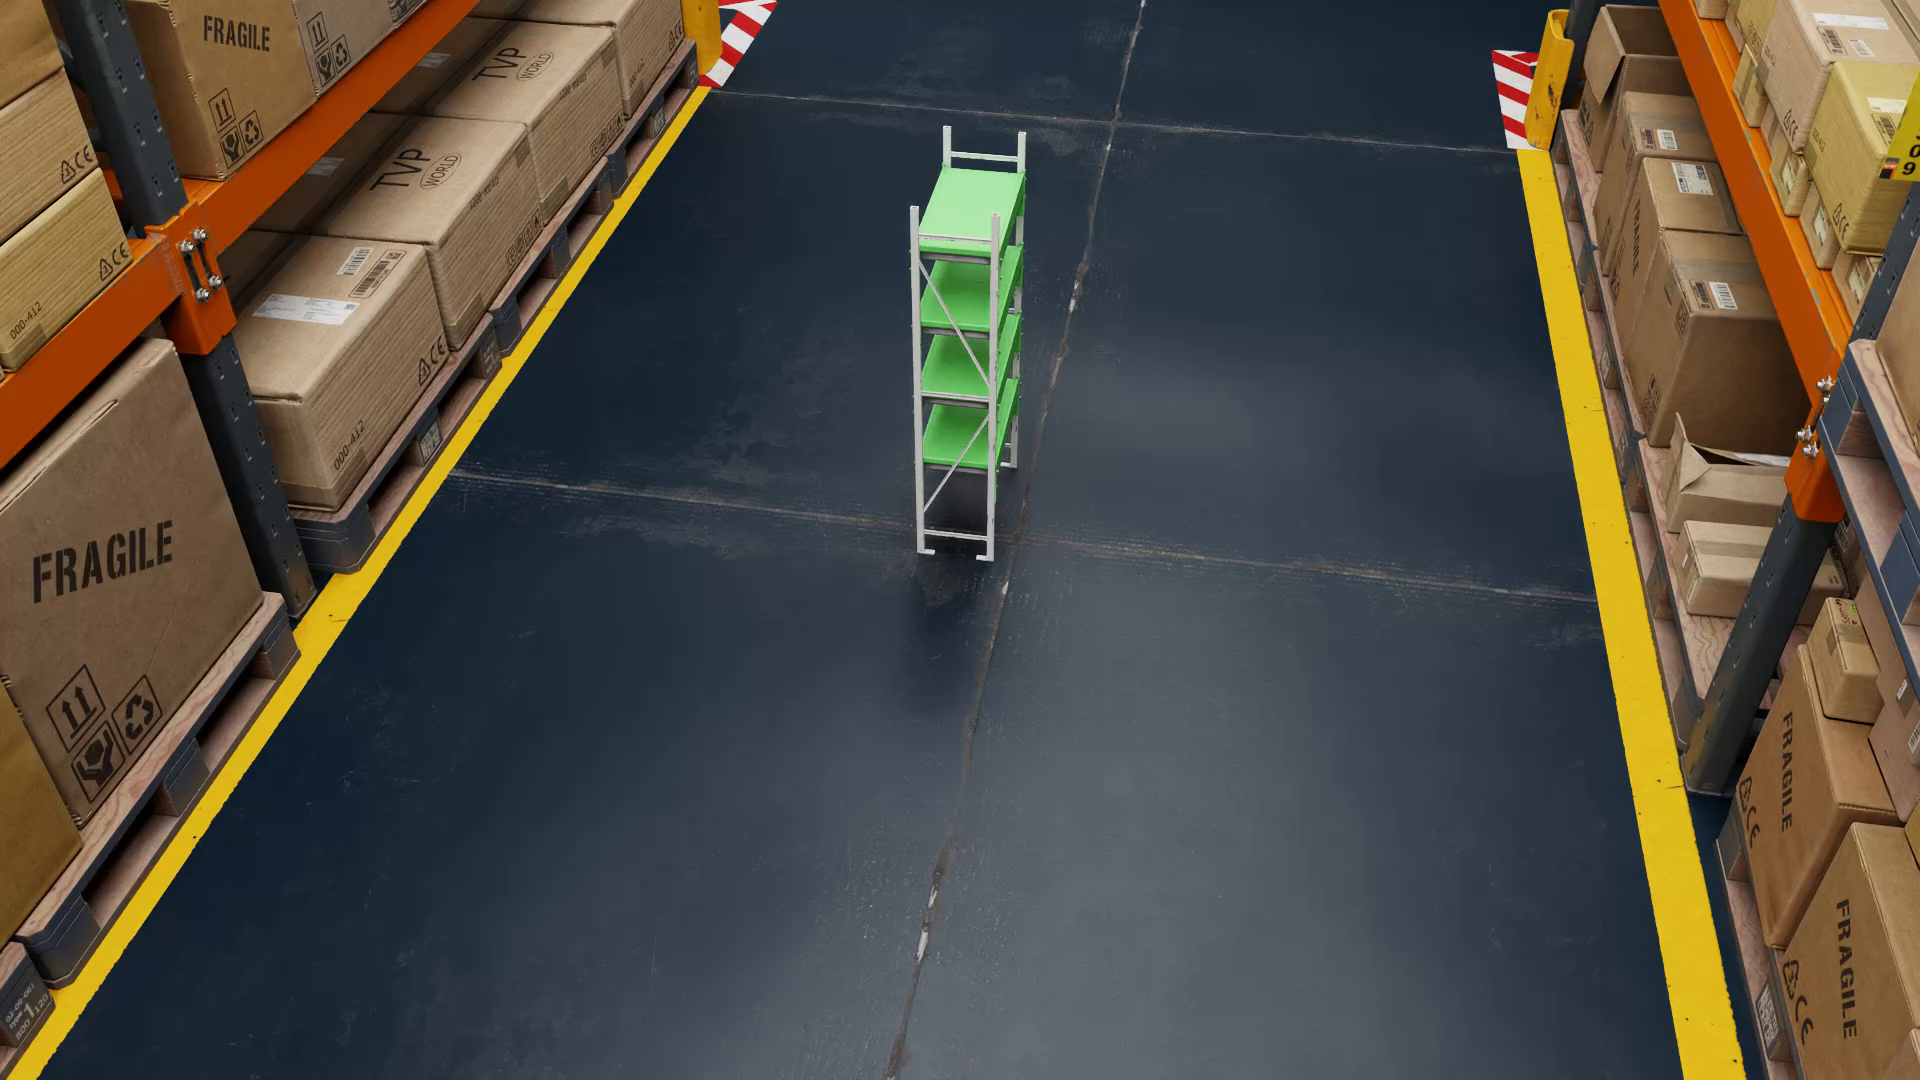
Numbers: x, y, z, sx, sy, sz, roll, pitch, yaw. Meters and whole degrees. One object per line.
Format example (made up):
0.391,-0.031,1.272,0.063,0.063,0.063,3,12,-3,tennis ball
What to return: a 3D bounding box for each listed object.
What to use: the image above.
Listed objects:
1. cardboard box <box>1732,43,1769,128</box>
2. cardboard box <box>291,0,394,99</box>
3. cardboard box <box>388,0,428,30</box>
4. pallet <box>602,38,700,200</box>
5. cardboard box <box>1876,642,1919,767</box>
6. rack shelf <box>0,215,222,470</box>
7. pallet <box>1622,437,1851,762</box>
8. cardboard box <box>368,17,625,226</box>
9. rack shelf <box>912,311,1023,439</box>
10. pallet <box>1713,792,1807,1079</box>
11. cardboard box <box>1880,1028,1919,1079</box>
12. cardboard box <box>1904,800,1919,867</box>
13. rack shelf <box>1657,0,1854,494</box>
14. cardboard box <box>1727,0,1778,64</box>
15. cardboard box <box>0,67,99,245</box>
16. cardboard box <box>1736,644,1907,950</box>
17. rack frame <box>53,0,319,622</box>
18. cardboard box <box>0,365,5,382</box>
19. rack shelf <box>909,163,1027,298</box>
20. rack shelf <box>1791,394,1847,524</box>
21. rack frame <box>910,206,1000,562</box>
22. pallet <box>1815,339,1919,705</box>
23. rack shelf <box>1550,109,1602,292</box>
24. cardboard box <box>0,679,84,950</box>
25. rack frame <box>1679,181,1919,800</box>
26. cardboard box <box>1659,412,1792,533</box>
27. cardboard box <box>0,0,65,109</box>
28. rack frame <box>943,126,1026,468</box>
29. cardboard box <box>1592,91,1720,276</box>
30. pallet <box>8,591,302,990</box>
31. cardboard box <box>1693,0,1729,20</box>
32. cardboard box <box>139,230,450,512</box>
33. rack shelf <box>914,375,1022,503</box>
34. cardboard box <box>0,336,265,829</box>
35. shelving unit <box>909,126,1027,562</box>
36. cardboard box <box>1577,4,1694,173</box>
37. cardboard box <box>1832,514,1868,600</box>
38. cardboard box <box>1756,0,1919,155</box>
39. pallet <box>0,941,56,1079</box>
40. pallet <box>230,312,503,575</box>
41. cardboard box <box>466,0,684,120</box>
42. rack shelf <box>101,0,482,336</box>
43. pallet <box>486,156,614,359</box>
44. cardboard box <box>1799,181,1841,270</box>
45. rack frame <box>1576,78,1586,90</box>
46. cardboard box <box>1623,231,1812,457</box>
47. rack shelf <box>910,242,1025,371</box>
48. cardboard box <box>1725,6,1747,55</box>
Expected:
2.378,-1.250,4.605,0.380,0.149,0.250,6,40,7,cardboard box
-2.021,-1.627,4.785,0.500,0.500,0.500,7,40,8,cardboard box
-1.929,-1.938,5.162,0.500,0.500,0.500,7,40,8,cardboard box
-1.821,-1.933,7.422,1.003,0.211,1.213,6,40,8,pallet
2.116,0.339,3.376,0.380,0.149,0.250,5,40,6,cardboard box
-2.798,0.525,2.826,1.077,0.370,4.000,6,40,8,rack shelf
2.558,0.181,4.865,1.003,0.211,1.213,6,40,8,pallet
-1.925,-1.692,6.623,0.875,0.438,0.875,7,40,9,cardboard box
0.029,-0.517,5.034,0.258,0.148,0.480,6,40,8,rack shelf
2.334,1.127,3.722,1.003,0.211,1.213,6,40,8,pallet
1.959,1.266,2.997,0.500,0.500,0.500,5,40,6,cardboard box
2.109,0.629,3.258,0.380,0.149,0.250,4,40,5,cardboard box
2.784,-1.440,5.203,1.077,0.370,4.000,6,40,8,rack shelf
2.457,-1.493,4.587,0.500,0.250,0.500,6,40,7,cardboard box
-2.288,-0.839,3.636,0.500,0.250,0.500,6,40,8,cardboard box
2.133,0.618,3.781,0.500,0.500,0.500,8,40,10,cardboard box
-2.452,-1.008,4.115,1.000,3.000,0.127,6,40,8,rack frame
-2.370,-0.321,3.402,0.500,0.250,0.500,6,40,7,cardboard box
0.029,-0.887,4.728,0.258,0.148,0.480,6,40,8,rack shelf
2.092,1.070,2.166,1.077,0.370,4.000,6,40,8,rack shelf
-0.014,-0.413,4.808,0.240,1.200,0.015,6,40,8,rack frame
2.192,0.101,2.925,1.003,0.211,1.213,6,40,8,pallet
-12.545,-0.712,3.915,30.696,2.800,11.642,6,40,8,rack shelf
-2.629,0.615,3.490,0.875,0.875,0.875,7,40,9,cardboard box
2.438,-0.463,3.455,1.000,3.000,0.127,6,40,8,rack frame
2.307,-0.177,4.926,0.396,0.266,0.258,8,40,9,cardboard box
-2.282,-1.123,3.391,0.500,0.500,0.500,8,40,9,cardboard box
0.071,-0.719,5.179,0.240,1.200,0.015,6,40,8,rack frame
2.745,-1.266,6.059,0.700,0.500,0.500,8,40,9,cardboard box
-2.511,0.560,4.407,1.003,0.211,1.213,6,40,8,pallet
2.506,-1.729,5.185,0.380,0.149,0.250,7,40,9,cardboard box
-2.237,-0.564,5.259,0.875,0.438,0.875,6,40,7,cardboard box
0.029,-0.332,5.187,0.258,0.148,0.480,6,40,8,rack shelf
-2.480,0.047,4.176,0.875,0.875,0.875,8,40,9,cardboard box
0.029,-0.566,4.993,0.258,1.200,0.503,6,40,8,shelving unit
2.931,-1.799,6.702,0.797,0.503,0.637,5,40,6,cardboard box
2.785,0.023,4.648,0.500,0.311,0.500,8,40,9,cardboard box
2.358,-1.182,4.210,0.500,0.250,0.500,7,40,8,cardboard box
-2.720,1.328,3.479,1.003,0.211,1.213,6,40,8,pallet
-2.243,-0.401,5.570,1.003,0.211,1.213,6,40,8,pallet
-1.775,-2.267,7.319,0.875,0.438,0.875,5,40,6,cardboard box
-2.105,-1.985,5.862,1.077,0.370,4.000,6,40,8,rack shelf
-2.034,-1.169,6.499,1.003,0.211,1.213,6,40,8,pallet
2.268,-0.759,4.012,0.380,0.149,0.250,7,40,9,cardboard box
3.127,-2.973,6.492,0.949,2.616,0.053,6,40,8,rack frame
2.565,-0.614,5.271,0.700,0.500,0.500,5,40,6,cardboard box
0.029,-0.702,4.881,0.258,0.148,0.480,6,40,8,rack shelf
2.529,-1.560,4.980,0.380,0.149,0.250,6,40,8,cardboard box
